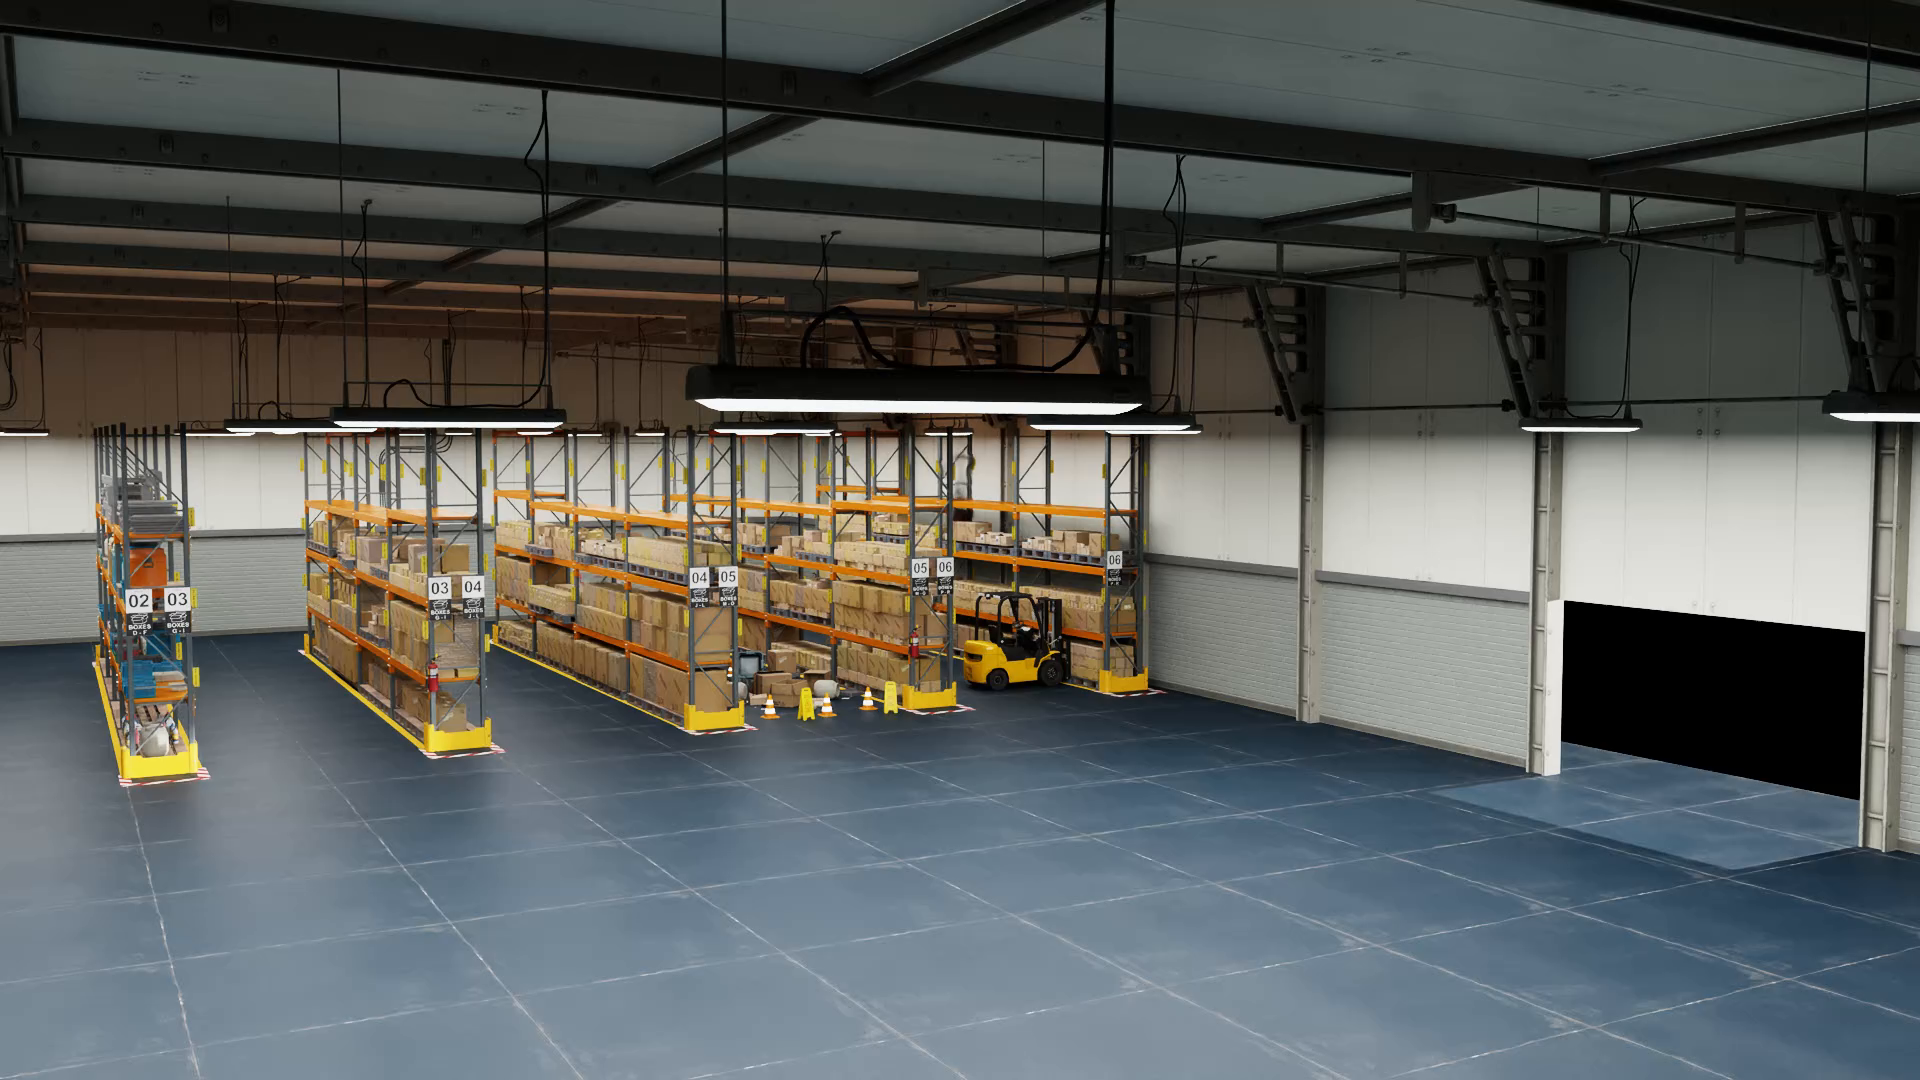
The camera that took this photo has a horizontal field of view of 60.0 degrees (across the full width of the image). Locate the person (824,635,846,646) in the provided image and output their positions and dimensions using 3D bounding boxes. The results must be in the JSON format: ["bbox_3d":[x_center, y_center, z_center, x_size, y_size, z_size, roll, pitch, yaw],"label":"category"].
[{"bbox_3d":[-3.427,2.055,45.896,0.682,1.808,0.985,-3,5,-40],"label":"person"}]
